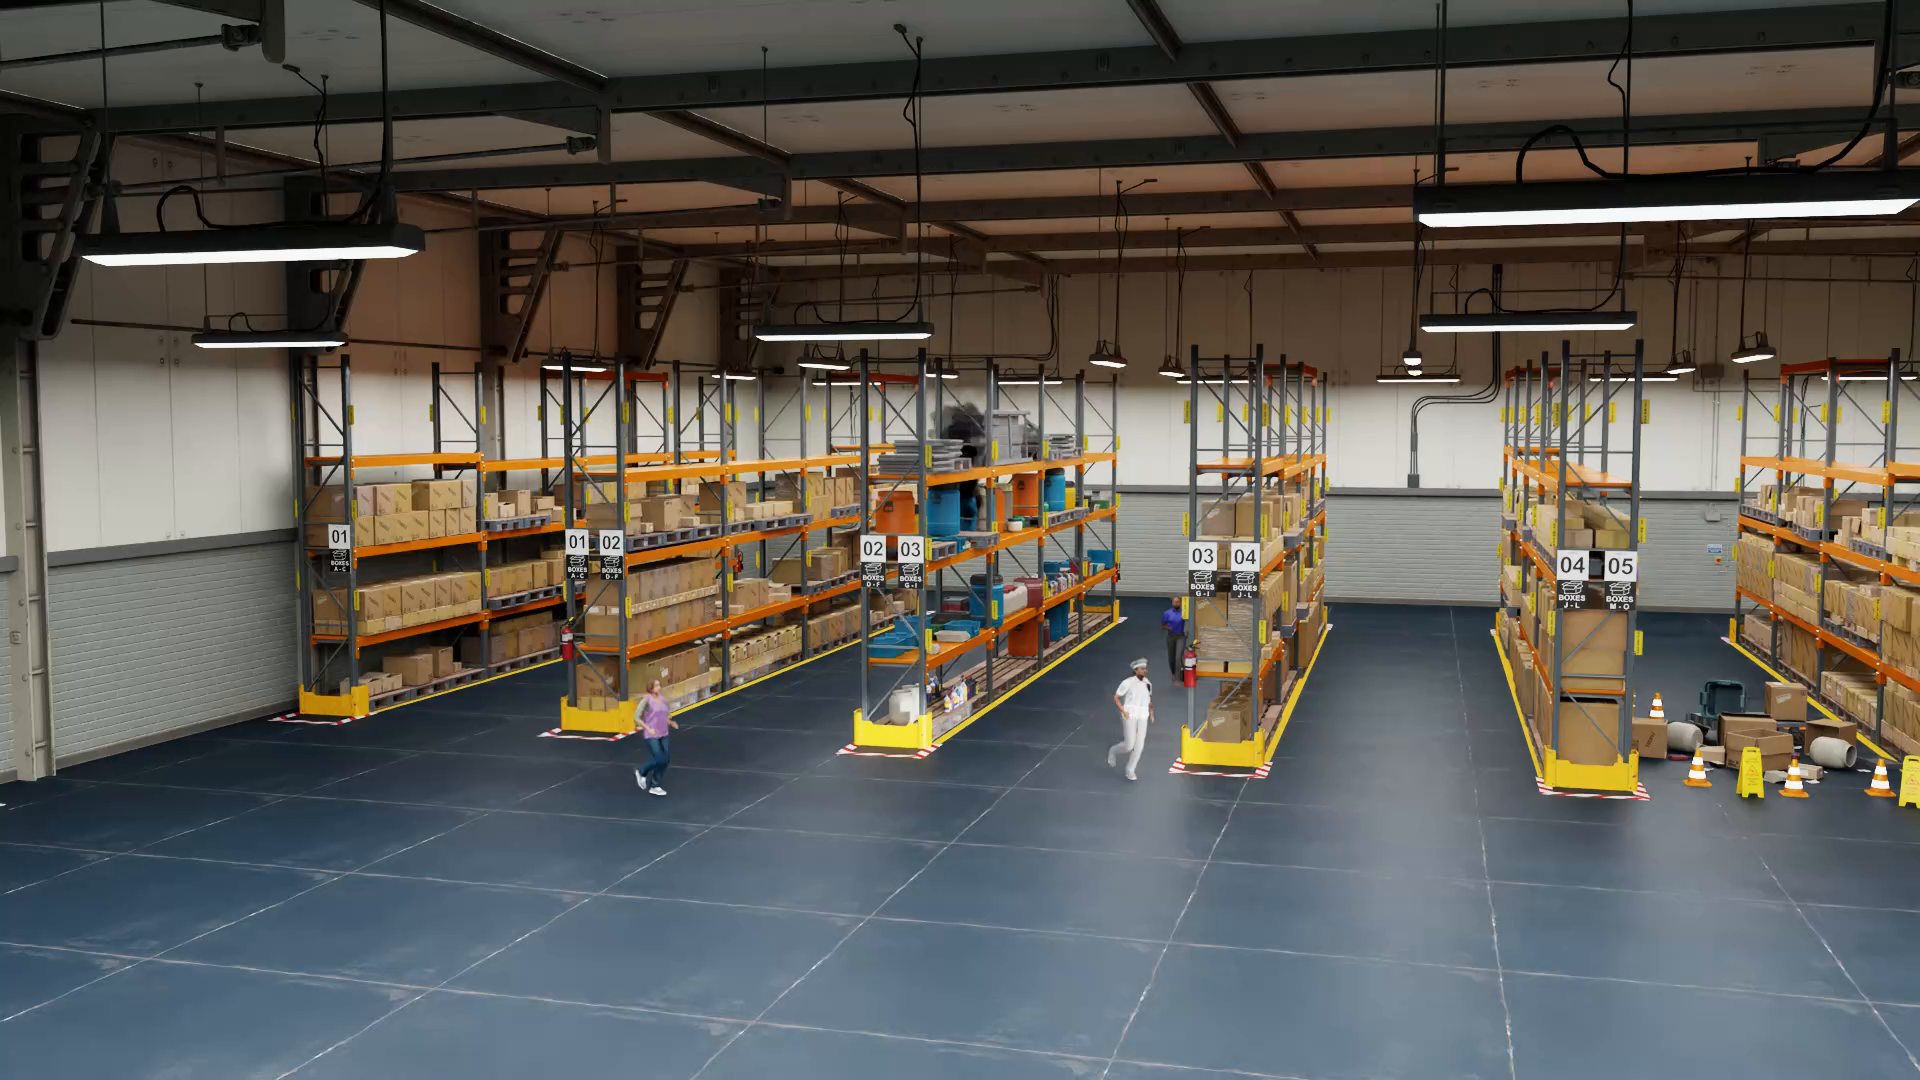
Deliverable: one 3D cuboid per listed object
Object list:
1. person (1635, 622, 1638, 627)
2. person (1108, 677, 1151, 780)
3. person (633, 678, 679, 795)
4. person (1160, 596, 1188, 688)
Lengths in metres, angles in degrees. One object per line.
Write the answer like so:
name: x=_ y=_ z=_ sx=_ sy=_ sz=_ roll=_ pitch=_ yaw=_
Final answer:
person: x=15.299 y=1.203 z=38.516 sx=0.781 sy=1.649 sz=0.719 roll=2 pitch=5 yaw=22
person: x=2.400 y=2.585 z=23.078 sx=0.514 sy=1.379 sz=0.678 roll=-2 pitch=5 yaw=-25
person: x=-4.003 y=2.631 z=21.889 sx=0.557 sy=1.461 sz=0.535 roll=3 pitch=5 yaw=33
person: x=3.989 y=1.852 z=30.675 sx=0.586 sy=1.645 sz=0.891 roll=1 pitch=4 yaw=11
